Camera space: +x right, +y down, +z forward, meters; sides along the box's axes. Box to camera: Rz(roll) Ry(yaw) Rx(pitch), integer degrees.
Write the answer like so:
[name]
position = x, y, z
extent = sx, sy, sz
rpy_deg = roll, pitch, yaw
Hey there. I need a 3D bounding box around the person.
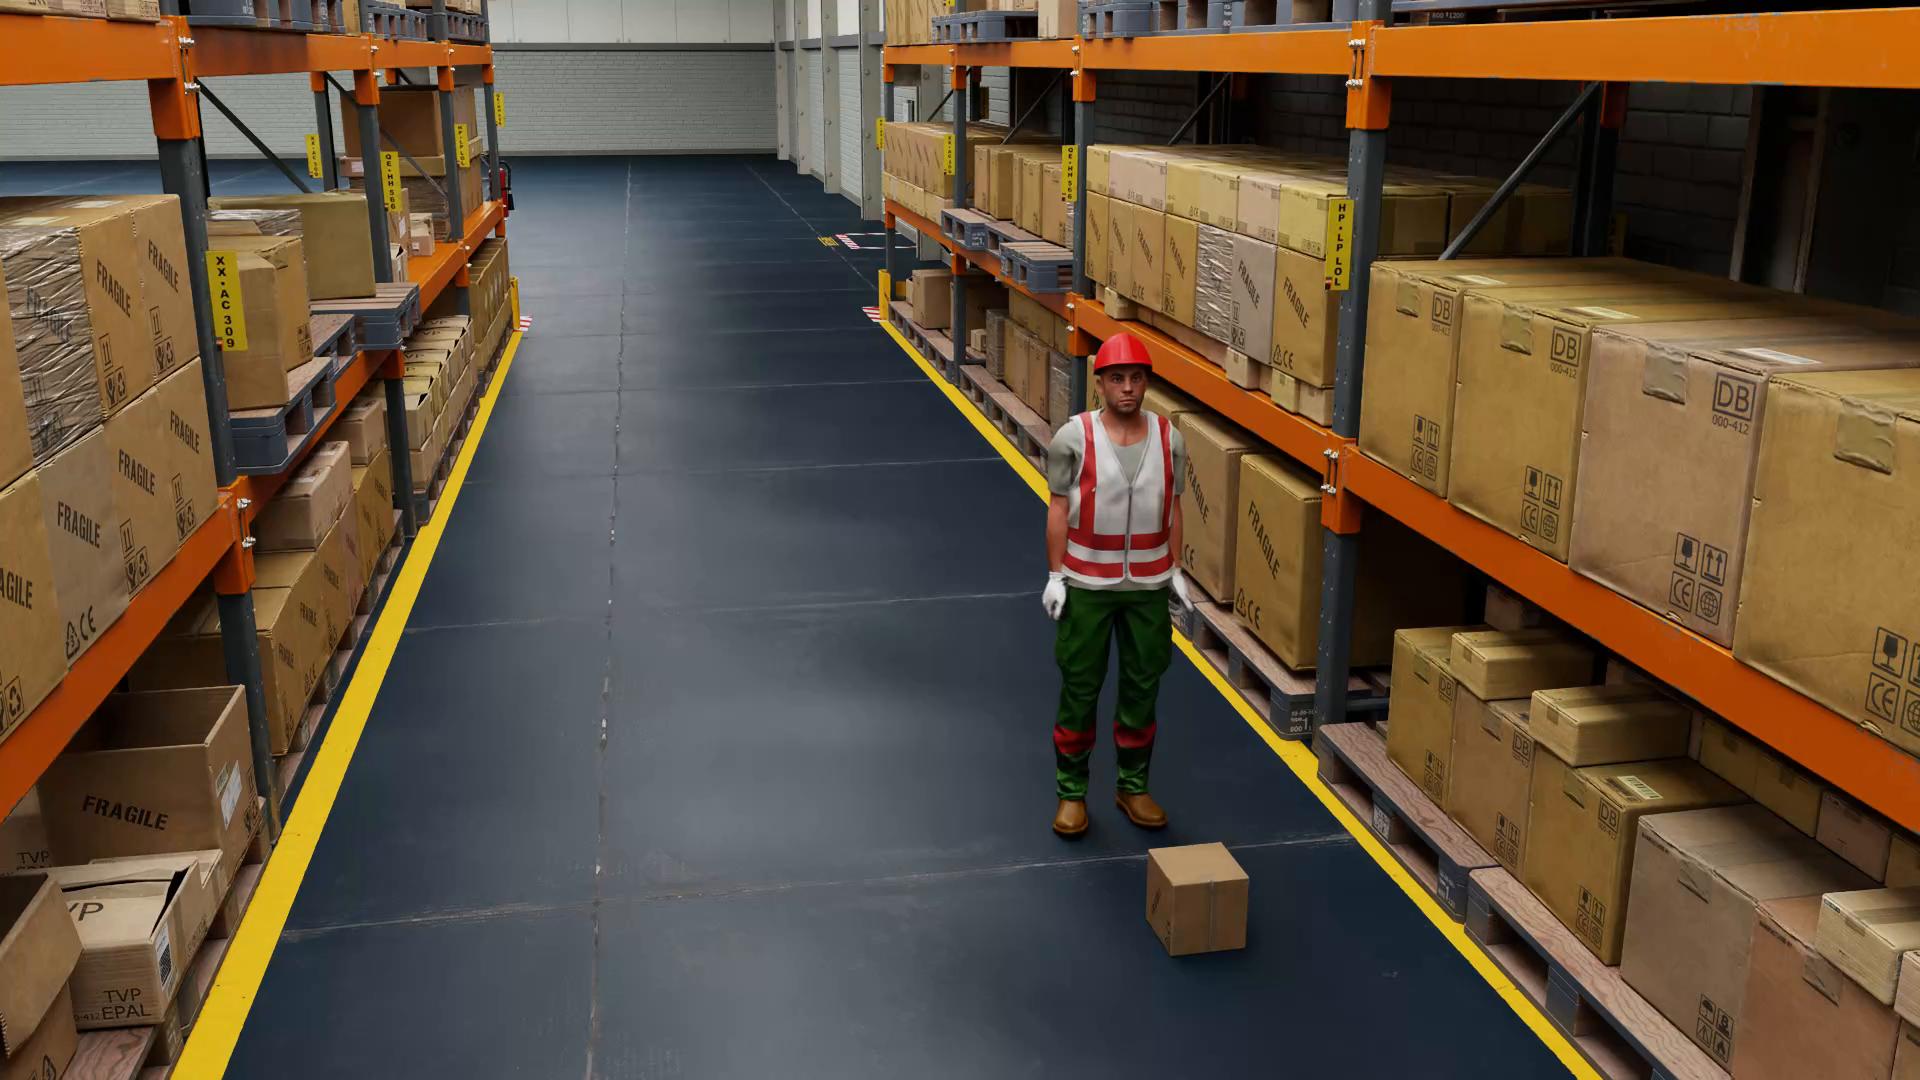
[person]
position = 0.564, 0.162, 5.925
extent = 0.535, 1.794, 0.374
rpy_deg = -3, 16, -10
